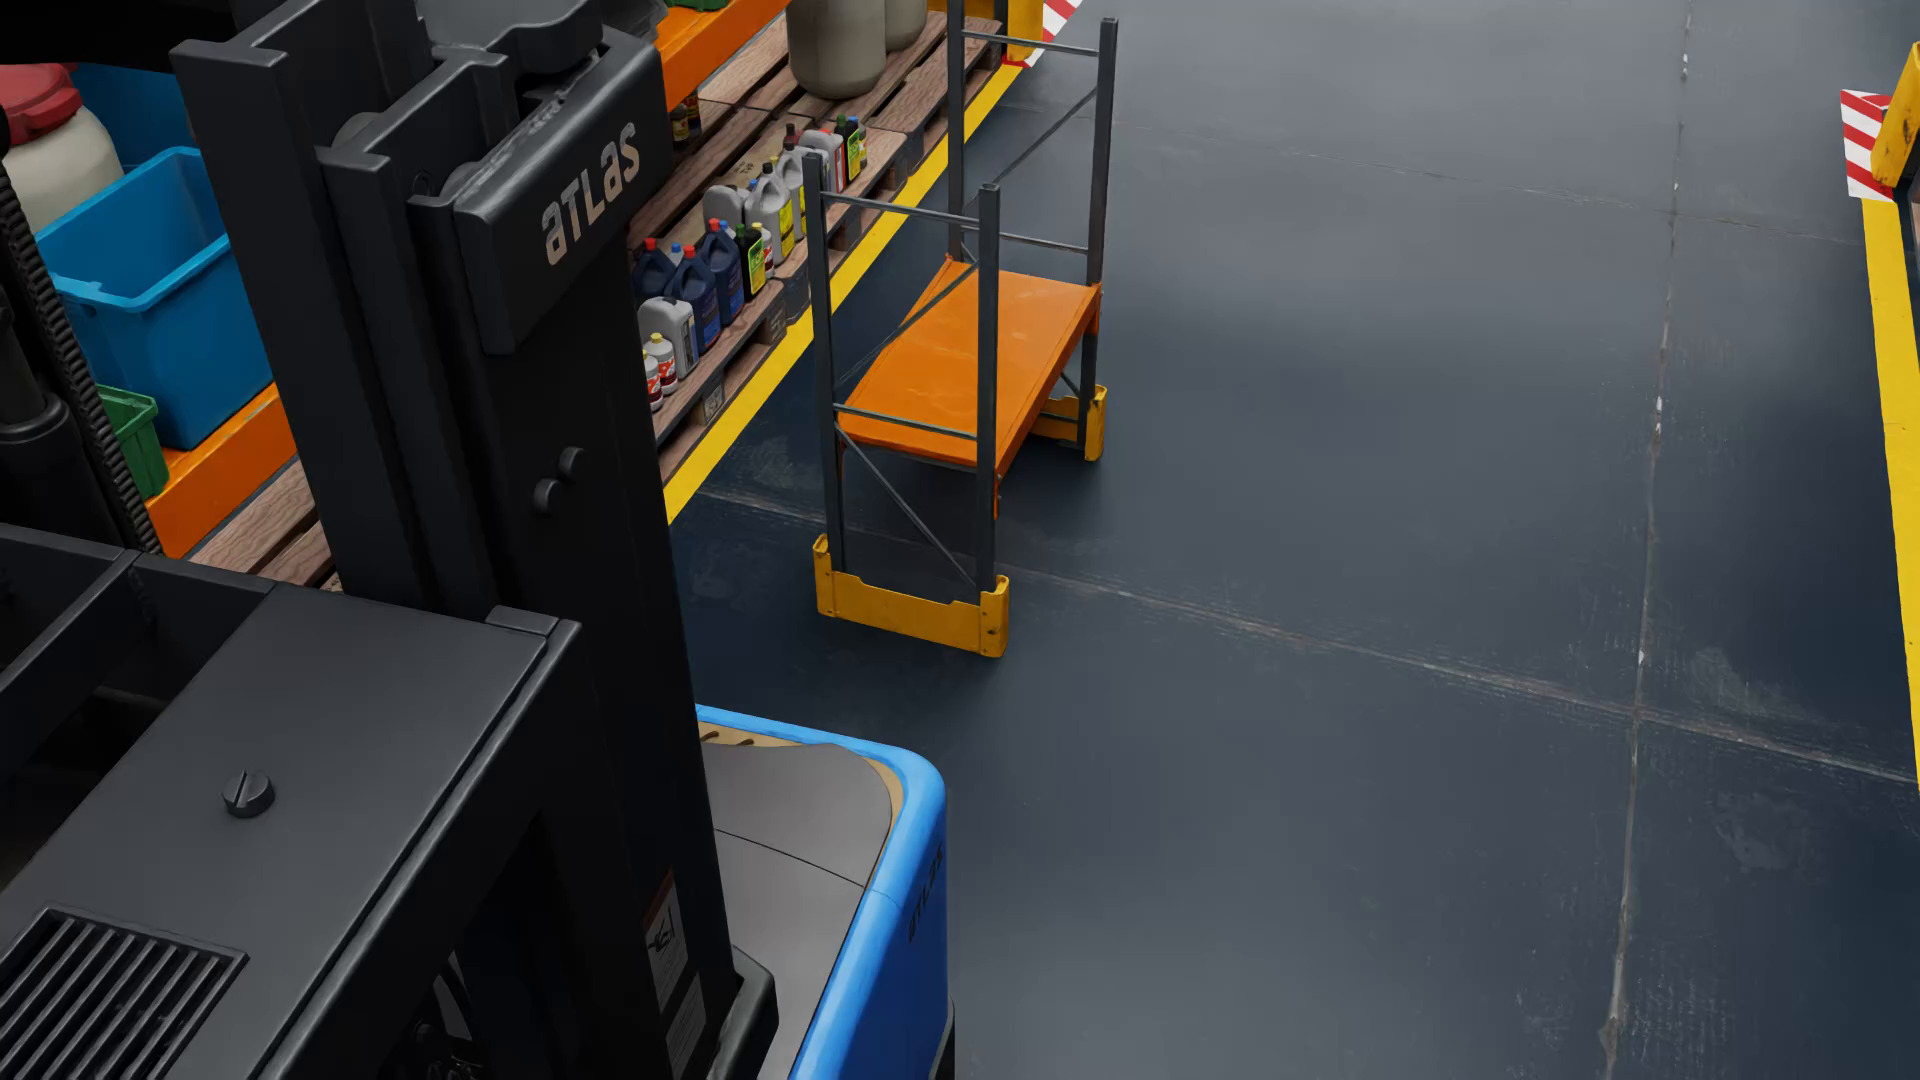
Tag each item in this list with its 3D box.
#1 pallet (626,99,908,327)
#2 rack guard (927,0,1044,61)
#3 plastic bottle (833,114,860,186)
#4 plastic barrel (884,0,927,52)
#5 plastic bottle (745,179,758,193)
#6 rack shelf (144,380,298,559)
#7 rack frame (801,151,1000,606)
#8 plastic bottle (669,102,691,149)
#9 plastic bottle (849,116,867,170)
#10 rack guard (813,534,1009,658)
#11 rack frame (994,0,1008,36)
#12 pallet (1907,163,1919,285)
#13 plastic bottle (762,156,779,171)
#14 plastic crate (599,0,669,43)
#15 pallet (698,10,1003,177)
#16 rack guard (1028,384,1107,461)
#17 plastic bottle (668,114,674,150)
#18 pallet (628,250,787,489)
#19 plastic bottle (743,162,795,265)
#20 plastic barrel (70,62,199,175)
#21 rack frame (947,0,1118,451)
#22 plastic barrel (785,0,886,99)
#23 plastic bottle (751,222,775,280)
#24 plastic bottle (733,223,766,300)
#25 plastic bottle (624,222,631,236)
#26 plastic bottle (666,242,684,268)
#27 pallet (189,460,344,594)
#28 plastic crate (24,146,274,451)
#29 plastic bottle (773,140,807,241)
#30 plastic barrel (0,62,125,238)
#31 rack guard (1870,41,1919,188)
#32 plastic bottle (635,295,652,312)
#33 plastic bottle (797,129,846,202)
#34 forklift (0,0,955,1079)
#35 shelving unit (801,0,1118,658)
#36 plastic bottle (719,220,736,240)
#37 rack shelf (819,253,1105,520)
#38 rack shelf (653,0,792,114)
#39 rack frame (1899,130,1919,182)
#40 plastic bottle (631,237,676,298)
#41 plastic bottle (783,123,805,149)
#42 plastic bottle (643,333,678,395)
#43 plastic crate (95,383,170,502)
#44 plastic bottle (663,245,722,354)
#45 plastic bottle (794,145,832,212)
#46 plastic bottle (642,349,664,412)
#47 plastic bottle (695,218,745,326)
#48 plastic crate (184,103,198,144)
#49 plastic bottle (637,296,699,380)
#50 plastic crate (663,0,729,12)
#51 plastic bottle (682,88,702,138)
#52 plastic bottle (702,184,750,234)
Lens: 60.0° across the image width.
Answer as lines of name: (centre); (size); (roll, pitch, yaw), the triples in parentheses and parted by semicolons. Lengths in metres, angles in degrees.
pallet: (-0.888, -1.346, 6.665); (1.003, 0.211, 1.213); (13, 42, 15)
rack guard: (-0.186, -2.692, 8.020); (1.175, 0.500, 0.348); (13, 42, 15)
plastic bottle: (-0.443, -1.541, 6.499); (0.061, 0.283, 0.133); (14, 43, 16)
plastic barrel: (-0.358, -2.495, 7.456); (0.421, 0.512, 0.421); (0, 40, 0)
plastic bottle: (-0.761, -1.251, 6.222); (0.097, 0.201, 0.097); (0, 40, 0)
rack shelf: (-2.256, 0.233, 3.220); (1.077, 0.370, 4.000); (13, 42, 15)
rack frame: (-0.145, -0.313, 4.461); (0.500, 1.500, 0.032); (13, 42, 15)
plastic bottle: (-1.153, -1.703, 6.752); (0.097, 0.201, 0.097); (0, 40, 0)
plastic bottle: (-0.421, -1.585, 6.614); (0.097, 0.201, 0.097); (0, 40, 0)
rack guard: (-0.144, 0.162, 4.867); (0.587, 0.250, 0.087); (13, 42, 15)
rack frame: (-0.204, -3.700, 7.276); (1.000, 3.000, 0.127); (13, 42, 15)
pallet: (4.227, -1.062, 6.332); (1.003, 0.211, 1.213); (13, 42, 15)
plastic bottle: (-0.704, -1.369, 6.361); (0.097, 0.201, 0.097); (0, 40, 0)
plastic crate: (-1.274, -1.528, 4.777); (0.767, 0.338, 0.504); (13, 42, 15)
pallet: (-0.469, -2.088, 7.535); (1.003, 0.211, 1.213); (13, 42, 15)
rack guard: (0.196, -0.445, 5.579); (0.587, 0.250, 0.087); (13, 42, 15)
plastic bottle: (-1.212, -1.663, 6.642); (0.061, 0.283, 0.133); (14, 42, 16)
pallet: (-1.303, -0.600, 5.790); (1.003, 0.211, 1.213); (13, 42, 15)
plastic bottle: (-0.696, -1.194, 6.041); (0.144, 0.351, 0.185); (13, 42, 15)
plastic barrel: (-1.989, -1.282, 4.056); (0.600, 0.901, 0.708); (13, 42, 15)
rack frame: (0.203, -0.933, 5.188); (0.500, 1.500, 0.032); (13, 42, 15)
plastic barrel: (-0.529, -2.189, 7.098); (0.421, 0.512, 0.421); (0, 40, 0)
plastic bottle: (-0.723, -1.046, 5.982); (0.097, 0.201, 0.097); (0, 40, 0)
plastic bottle: (-0.746, -1.001, 5.866); (0.061, 0.283, 0.133); (15, 43, 17)
plastic bottle: (-1.287, -1.240, 6.146); (0.061, 0.283, 0.133); (13, 42, 15)
plastic bottle: (-0.970, -0.905, 5.763); (0.097, 0.271, 0.097); (0, 40, 0)
pallet: (-1.804, 0.288, 4.750); (1.003, 0.211, 1.213); (13, 42, 15)
plastic crate: (-1.657, -0.512, 3.552); (0.392, 0.384, 0.575); (13, 42, 15)
plastic bottle: (-0.633, -1.308, 6.174); (0.144, 0.351, 0.185); (15, 43, 17)
plastic barrel: (-2.106, -0.777, 3.745); (0.433, 0.535, 0.433); (0, 40, 0)
rack guard: (4.457, -1.662, 6.813); (1.175, 0.500, 0.348); (13, 42, 15)
plastic bottle: (-1.067, -0.718, 5.534); (0.061, 0.283, 0.133); (13, 42, 15)
plastic bottle: (-0.532, -1.466, 6.417); (0.152, 0.276, 0.135); (14, 42, 15)
forklift: (-0.908, 0.941, 1.889); (1.130, 2.935, 3.031); (11, 42, 12)
shelving unit: (0.026, -0.617, 4.818); (0.587, 1.500, 1.083); (13, 42, 15)
plastic bottle: (-0.827, -1.003, 5.878); (0.097, 0.271, 0.097); (0, 40, 0)
rack shelf: (0.029, -0.486, 4.941); (0.538, 0.185, 1.000); (13, 42, 15)
rack shelf: (-0.888, -2.206, 6.079); (1.077, 0.370, 4.000); (13, 42, 15)
rack frame: (4.449, -2.598, 5.984); (1.000, 3.000, 0.127); (13, 42, 15)
plastic bottle: (-1.042, -0.852, 5.640); (0.144, 0.351, 0.185); (13, 42, 15)
plastic bottle: (-0.633, -1.492, 6.442); (0.061, 0.283, 0.133); (13, 42, 15)
plastic bottle: (-0.982, -0.584, 5.441); (0.097, 0.201, 0.097); (0, 40, 0)
plastic crate: (-1.903, -0.055, 3.166); (0.450, 0.188, 0.662); (13, 42, 15)
plastic bottle: (-0.906, -0.820, 5.602); (0.144, 0.351, 0.185); (14, 43, 16)
plastic bottle: (-0.580, -1.381, 6.318); (0.152, 0.276, 0.135); (12, 42, 14)
plastic bottle: (-1.017, -0.522, 5.368); (0.097, 0.201, 0.097); (0, 40, 0)
plastic bottle: (-0.842, -0.935, 5.737); (0.144, 0.351, 0.185); (12, 42, 13)
plastic crate: (-1.450, -0.921, 3.969); (0.402, 0.464, 0.583); (13, 42, 15)
plastic bottle: (-0.967, -0.692, 5.509); (0.152, 0.276, 0.135); (15, 43, 17)
plastic crate: (-0.843, -1.945, 5.382); (0.450, 0.188, 0.662); (13, 42, 15)
plastic bottle: (-1.117, -1.793, 6.803); (0.097, 0.271, 0.097); (0, 40, 0)
plastic bottle: (-0.844, -1.184, 6.086); (0.152, 0.276, 0.135); (13, 42, 15)
